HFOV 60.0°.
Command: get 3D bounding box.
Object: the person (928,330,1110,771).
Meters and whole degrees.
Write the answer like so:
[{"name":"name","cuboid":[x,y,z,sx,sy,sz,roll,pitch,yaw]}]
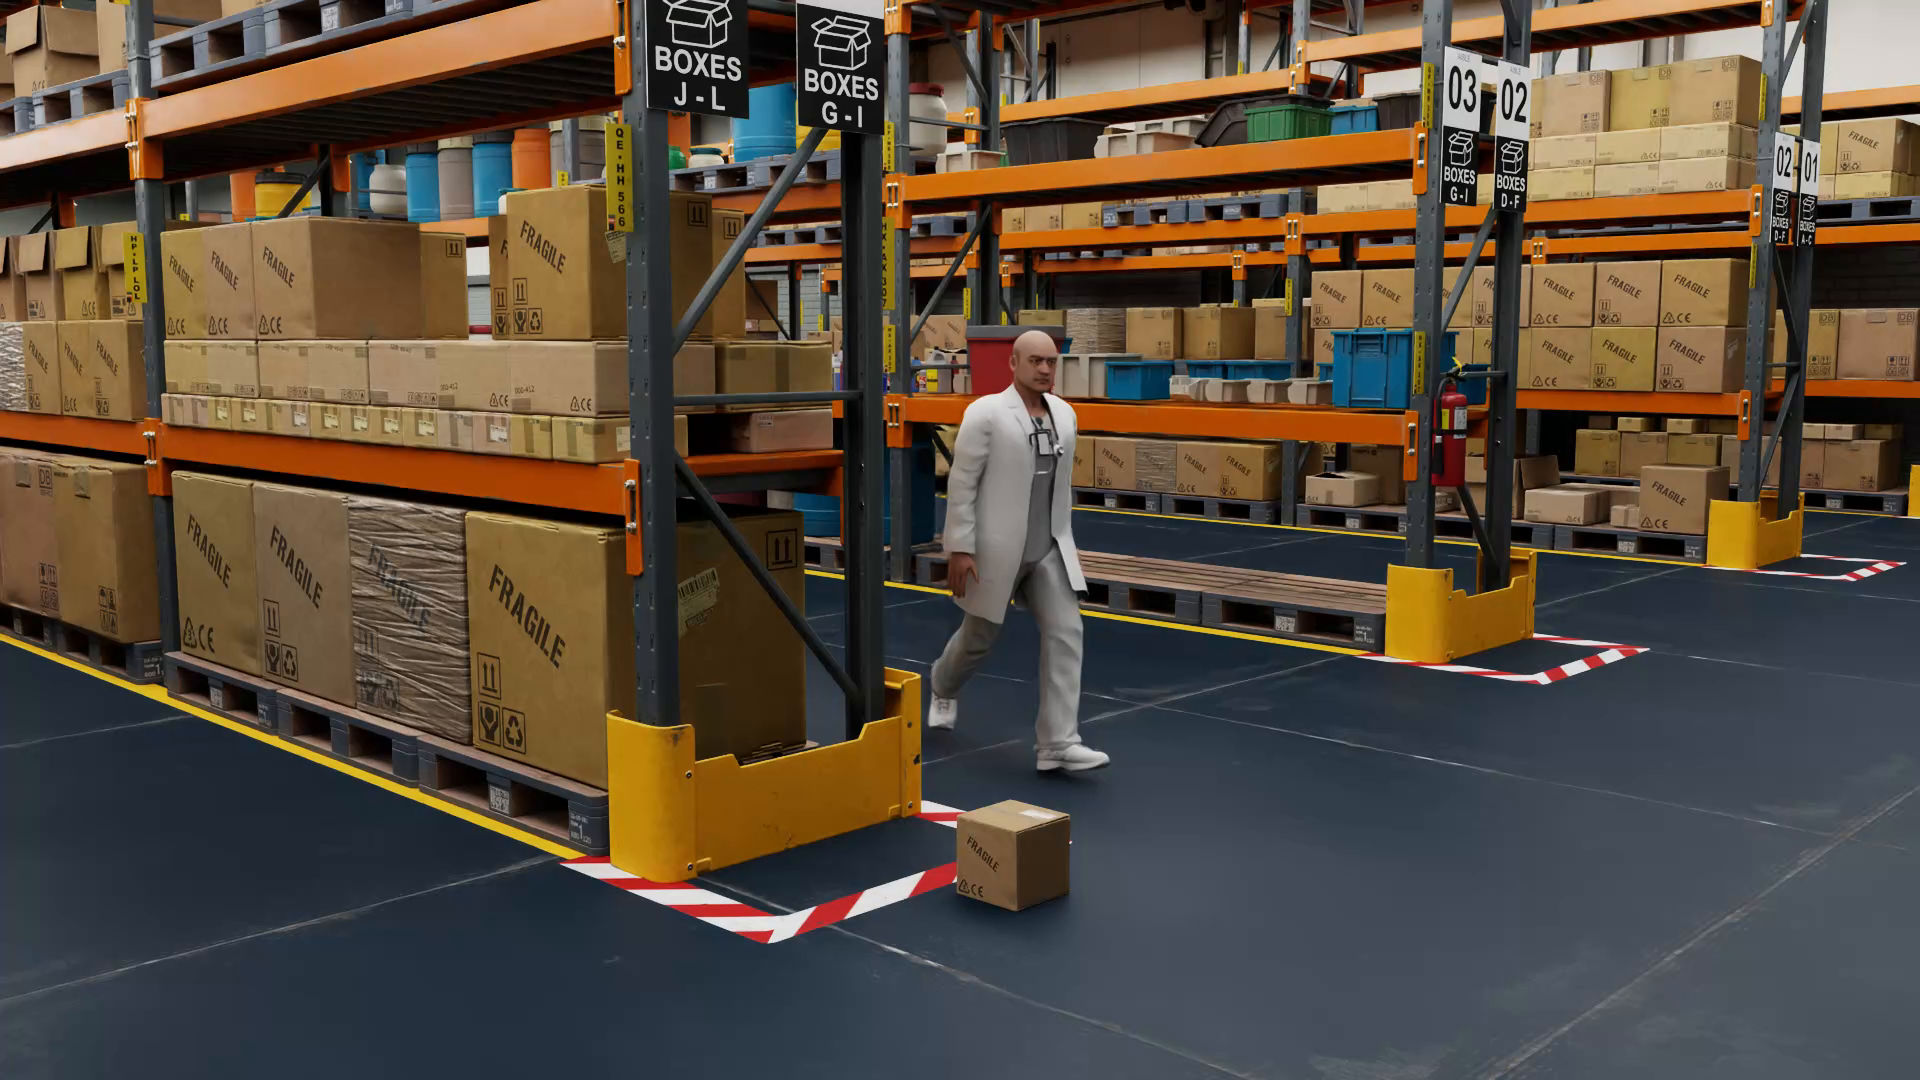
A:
[{"name":"person","cuboid":[0.191,0.029,6.705,0.630,1.733,1.131,-4,8,-27]}]
